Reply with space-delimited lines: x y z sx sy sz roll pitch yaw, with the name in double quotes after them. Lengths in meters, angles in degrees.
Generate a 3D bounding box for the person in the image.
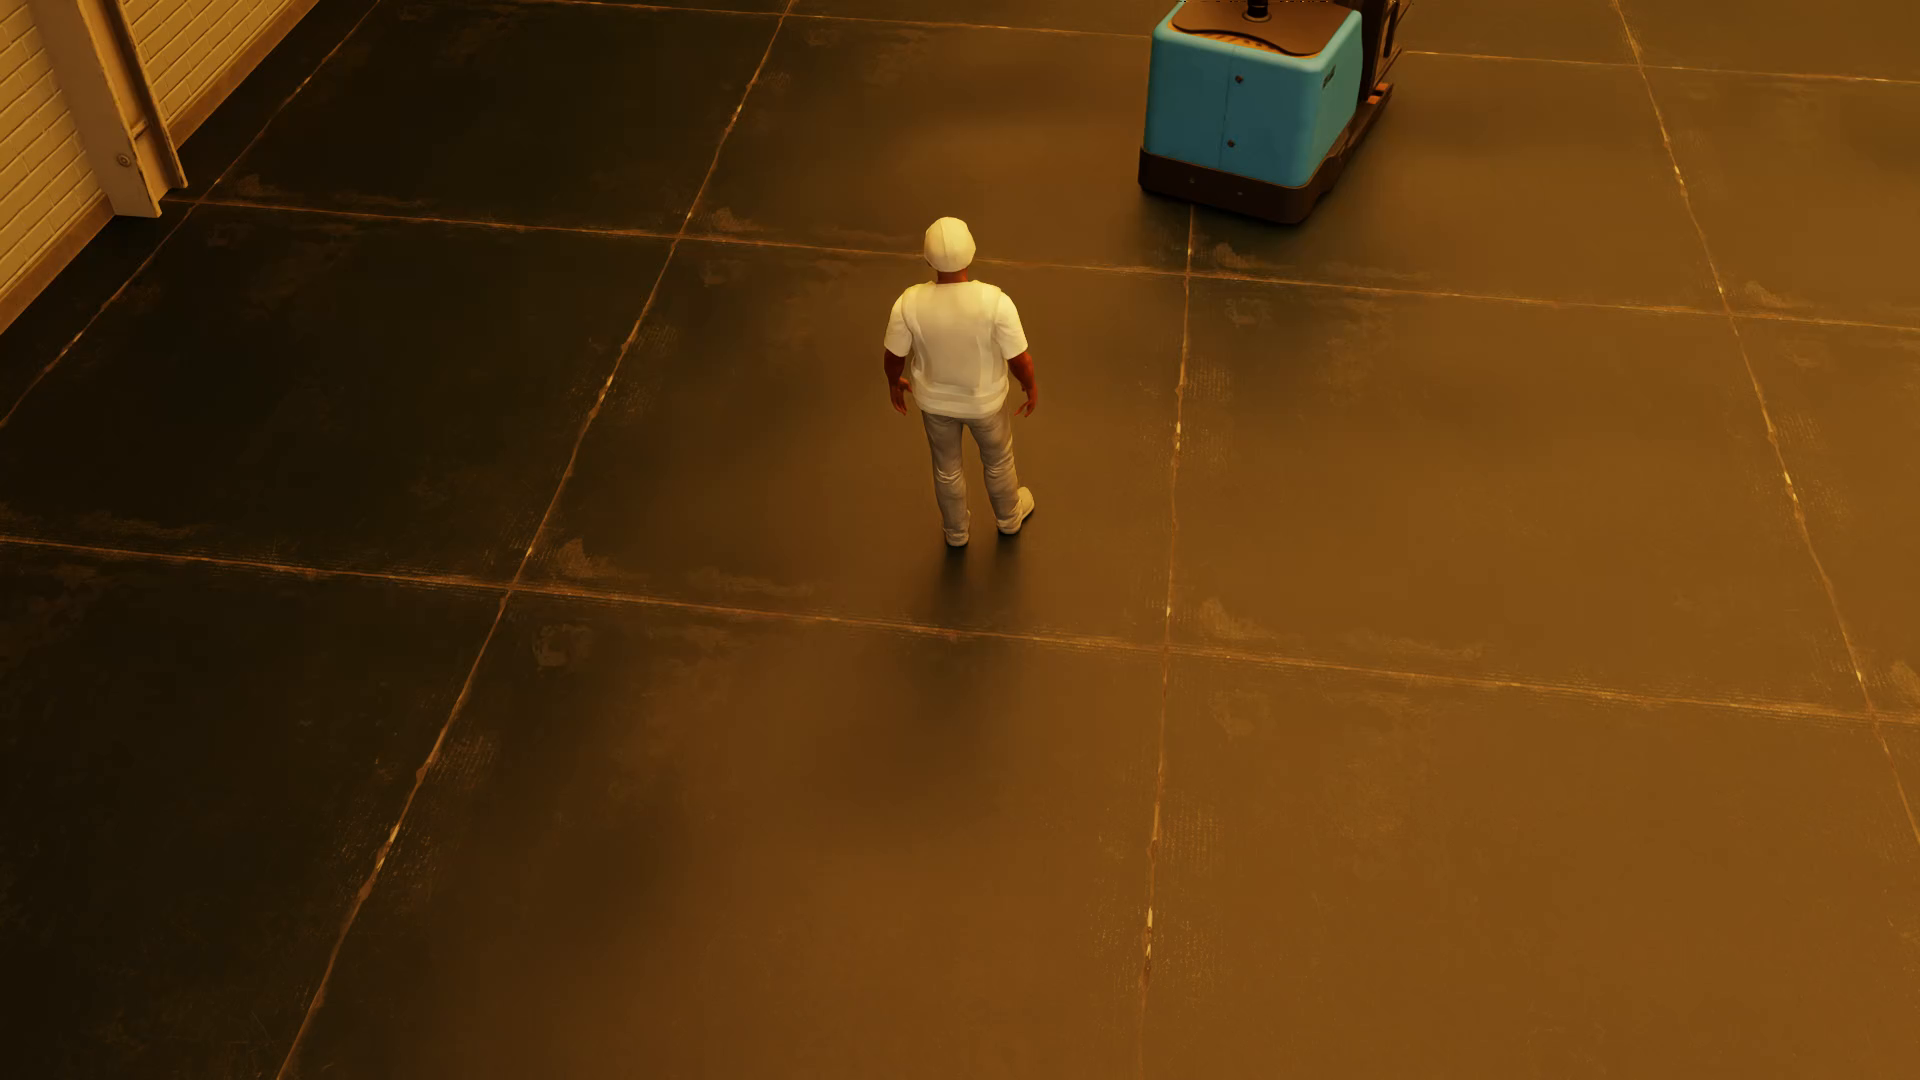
0.016 -0.702 7.338 0.665 1.765 0.577 5 43 6 "person"

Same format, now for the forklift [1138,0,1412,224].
2.204 -3.941 10.014 1.130 2.935 3.031 19 46 19 "forklift"
